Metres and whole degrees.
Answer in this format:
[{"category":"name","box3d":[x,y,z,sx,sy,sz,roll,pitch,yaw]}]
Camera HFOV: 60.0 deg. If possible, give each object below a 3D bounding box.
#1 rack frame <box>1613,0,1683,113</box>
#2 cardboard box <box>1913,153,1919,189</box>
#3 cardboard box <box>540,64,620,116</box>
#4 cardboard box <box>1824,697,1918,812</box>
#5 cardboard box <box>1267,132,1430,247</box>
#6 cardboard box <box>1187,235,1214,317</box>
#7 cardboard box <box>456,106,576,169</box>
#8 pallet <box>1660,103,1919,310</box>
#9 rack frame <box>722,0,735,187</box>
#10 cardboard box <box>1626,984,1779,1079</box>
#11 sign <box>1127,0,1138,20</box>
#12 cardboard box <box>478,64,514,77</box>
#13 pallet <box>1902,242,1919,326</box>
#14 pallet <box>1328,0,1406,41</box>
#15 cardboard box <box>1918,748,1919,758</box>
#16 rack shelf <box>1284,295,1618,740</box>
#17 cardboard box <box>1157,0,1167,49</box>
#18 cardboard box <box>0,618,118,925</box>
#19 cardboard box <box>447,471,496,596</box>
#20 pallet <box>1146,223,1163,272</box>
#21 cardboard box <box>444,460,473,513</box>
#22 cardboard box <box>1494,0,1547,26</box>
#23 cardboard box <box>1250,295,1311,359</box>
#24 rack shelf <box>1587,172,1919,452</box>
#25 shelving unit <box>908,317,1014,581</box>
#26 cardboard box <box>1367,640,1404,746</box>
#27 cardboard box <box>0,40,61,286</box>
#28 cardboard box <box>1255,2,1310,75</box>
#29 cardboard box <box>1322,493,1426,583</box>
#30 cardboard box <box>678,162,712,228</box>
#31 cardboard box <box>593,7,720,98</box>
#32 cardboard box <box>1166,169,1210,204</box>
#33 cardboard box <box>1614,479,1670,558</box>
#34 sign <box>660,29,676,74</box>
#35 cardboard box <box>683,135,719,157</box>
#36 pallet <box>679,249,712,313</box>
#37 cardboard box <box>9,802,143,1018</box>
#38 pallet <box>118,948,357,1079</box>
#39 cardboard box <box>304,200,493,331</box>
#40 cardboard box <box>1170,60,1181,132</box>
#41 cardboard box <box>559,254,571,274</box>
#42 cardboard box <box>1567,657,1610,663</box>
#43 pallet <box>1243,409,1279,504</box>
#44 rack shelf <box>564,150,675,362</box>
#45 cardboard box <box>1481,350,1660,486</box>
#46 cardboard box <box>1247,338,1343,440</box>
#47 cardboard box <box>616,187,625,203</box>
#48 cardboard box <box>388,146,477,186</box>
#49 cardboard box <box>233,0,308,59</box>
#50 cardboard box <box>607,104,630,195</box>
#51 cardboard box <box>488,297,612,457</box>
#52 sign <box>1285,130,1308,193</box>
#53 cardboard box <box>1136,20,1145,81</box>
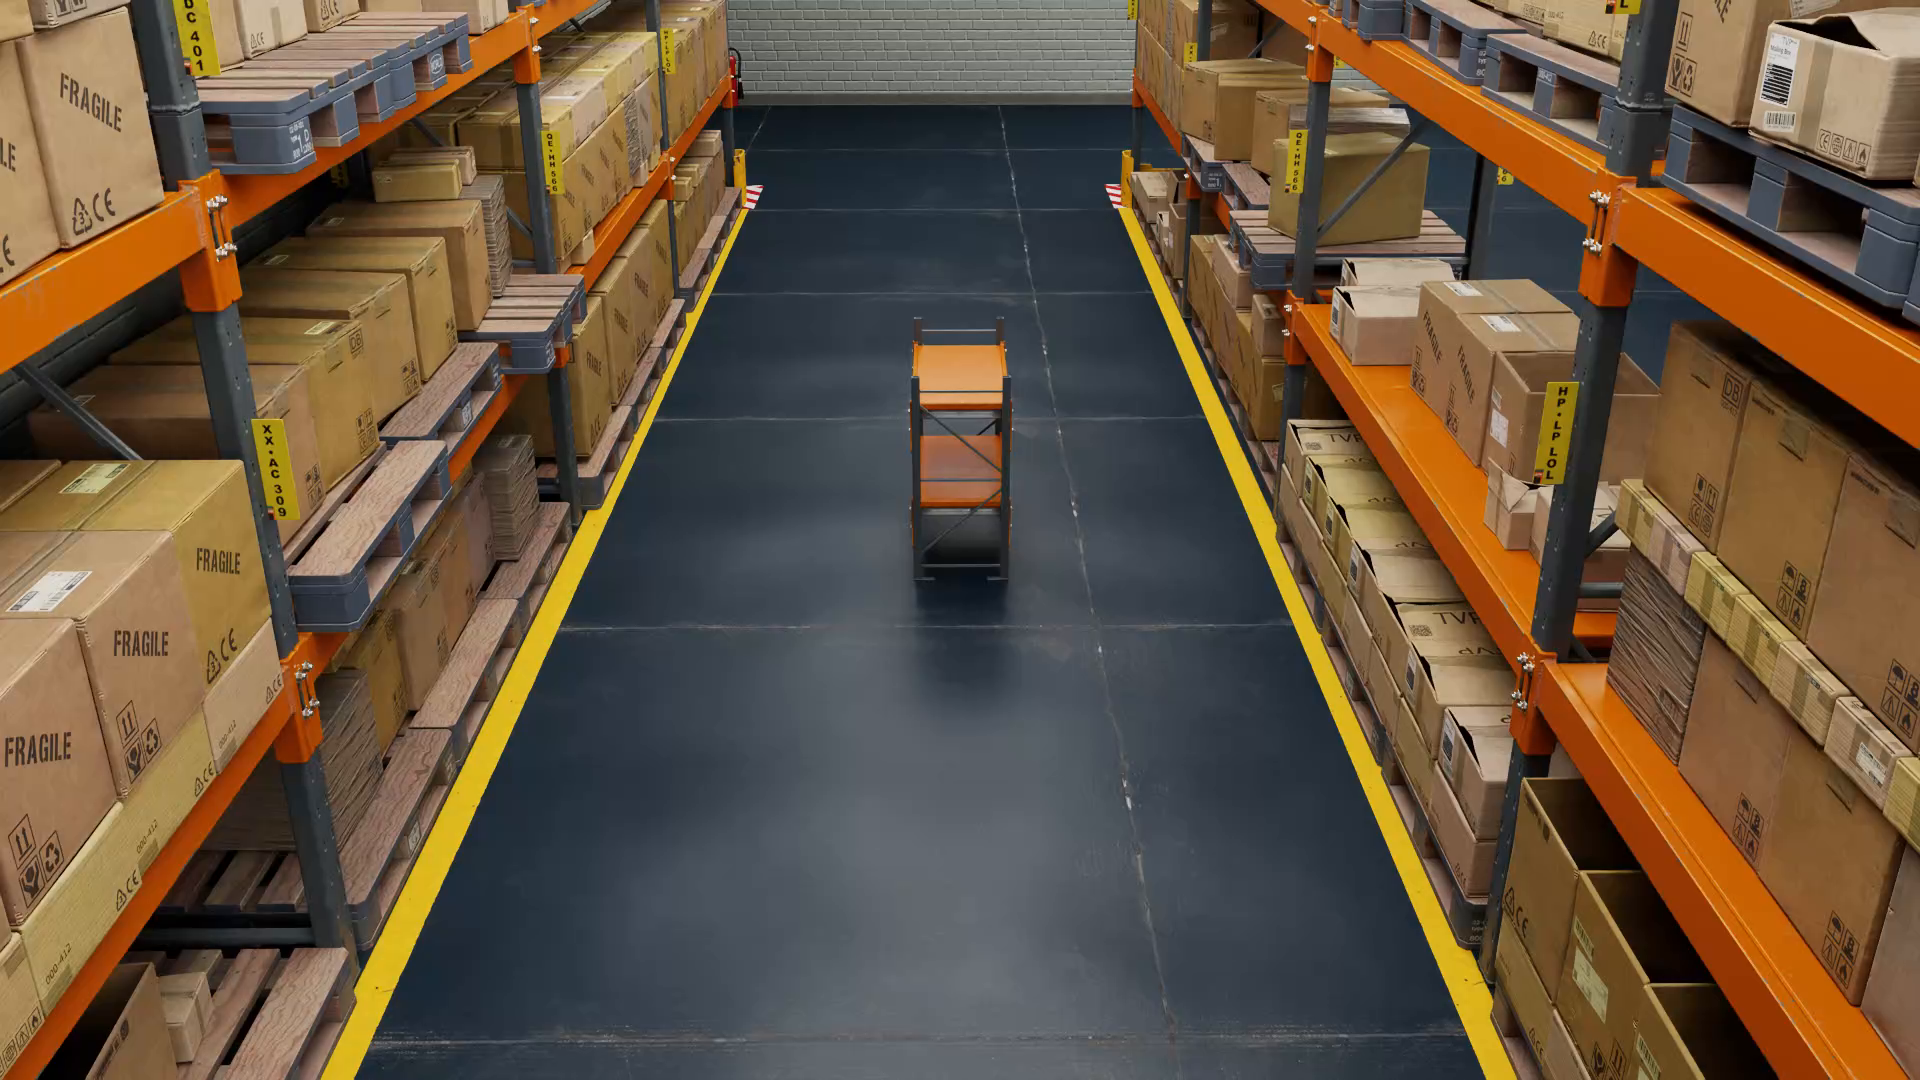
[{"category":"rack frame","box3d":[2.340,-2.568,4.009,1.000,3.000,0.127,0,24,-1]},{"category":"cardboard box","box3d":[2.232,-0.825,2.989,0.797,0.503,0.637,2,24,5]},{"category":"cardboard box","box3d":[-2.432,-2.817,10.423,0.500,0.250,0.500,-1,24,-2]},{"category":"cardboard box","box3d":[2.167,0.467,3.670,0.380,0.149,0.250,-1,24,-2]},{"category":"cardboard box","box3d":[2.177,-1.979,9.355,0.700,0.500,0.500,-9,26,-18]},{"category":"cardboard box","box3d":[2.014,-1.993,12.515,0.500,0.500,0.500,-1,24,-3]},{"category":"cardboard box","box3d":[-2.405,-2.191,9.039,0.500,0.250,0.500,0,24,1]},{"category":"pallet","box3d":[2.375,-0.810,3.868,1.003,0.211,1.213,0,24,-1]},{"category":"rack frame","box3d":[-2.744,-4.756,16.126,1.000,3.000,0.127,0,24,-1]},{"category":"cardboard box","box3d":[2.043,1.489,4.234,0.500,0.500,0.500,0,24,-1]},{"category":"sign","box3d":[1.666,-5.172,15.994,0.100,0.325,0.005,0,24,-1]},{"category":"cardboard box","box3d":[-2.932,-2.812,10.410,0.500,0.250,0.500,-1,24,-2]},{"category":"pallet","box3d":[2.385,-0.309,2.760,1.003,0.211,1.213,0,24,-1]},{"category":"pallet","box3d":[2.393,-2.485,7.693,1.213,0.211,1.003,1,24,2]},{"category":"cardboard box","box3d":[2.367,0.332,3.181,0.700,0.500,0.500,0,24,-1]},{"category":"rack shelf","box3d":[2.318,-0.331,7.216,1.077,0.370,4.000,0,24,-1]},{"category":"cardboard box","box3d":[1.970,-4.466,14.150,0.500,0.500,0.500,0,24,-1]},{"category":"cardboard box","box3d":[-2.293,0.513,3.723,0.500,0.500,0.500,-1,24,-2]},{"category":"cardboard box","box3d":[-2.708,-0.012,8.135,0.700,0.500,0.500,0,24,-1]},{"category":"pallet","box3d":[2.230,-2.648,14.849,1.003,0.211,1.213,0,24,-1]},{"category":"cardboard box","box3d":[-2.654,-0.331,7.931,0.500,0.250,0.500,0,24,0]},{"category":"cardboard box","box3d":[2.380,-2.113,6.314,0.500,0.250,0.500,-2,24,-5]},{"category":"cardboard box","box3d":[2.046,-1.294,10.060,0.500,0.250,0.500,1,24,1]},{"category":"rack shelf","box3d":[2.362,-0.050,2.953,1.077,0.370,4.000,0,24,-1]},{"category":"shelving unit","box3d":[0.000,-0.515,9.024,0.538,1.125,1.048,0,24,-1]},{"category":"cardboard box","box3d":[2.036,0.638,7.027,0.500,0.250,0.500,0,24,1]},{"category":"cardboard box","box3d":[-2.368,-0.817,3.631,0.500,0.500,0.500,-2,24,-5]},{"category":"cardboard box","box3d":[2.529,-3.828,12.739,0.500,0.500,0.500,0,24,1]},{"category":"cardboard box","box3d":[2.026,-0.034,7.831,0.500,0.311,0.500,-1,24,-2]},{"category":"cardboard box","box3d":[-2.625,-3.107,15.003,0.700,0.500,0.500,-1,24,-2]},{"category":"cardboard box","box3d":[-2.710,-4.383,14.936,0.980,0.700,0.700,0,24,-1]},{"category":"cardboard box","box3d":[2.227,-2.969,14.669,0.797,0.503,0.637,0,24,-1]},{"category":"cardboard box","box3d":[2.149,-0.064,4.844,0.380,0.149,0.250,0,24,-1]},{"category":"sign","box3d":[-2.158,-3.606,12.273,0.100,0.325,0.005,0,24,-1]},{"category":"cardboard box","box3d":[-2.450,-3.658,15.436,0.380,0.149,0.250,0,24,1]},{"category":"pallet","box3d":[-2.631,-2.151,13.749,1.003,0.211,1.213,0,24,-1]},{"category":"cardboard box","box3d":[-2.287,0.854,3.879,0.500,0.250,0.500,0,24,-1]},{"category":"pallet","box3d":[-2.571,1.736,5.156,1.003,0.211,1.213,0,24,-1]},{"category":"cardboard box","box3d":[-2.609,-1.282,7.789,0.700,0.500,0.500,-3,24,-6]},{"category":"cardboard box","box3d":[1.983,-3.594,13.436,0.500,0.500,0.500,0,24,1]},{"category":"cardboard box","box3d":[-2.423,-1.595,9.416,0.380,0.149,0.250,0,24,0]},{"category":"cardboard box","box3d":[2.584,0.593,6.445,0.500,0.311,0.500,-1,24,-1]},{"category":"pallet","box3d":[2.326,-0.520,10.145,1.003,0.211,1.213,0,24,-1]},{"category":"rack shelf","box3d":[-2.679,-1.956,10.807,1.077,0.370,4.000,0,24,-1]},{"category":"cardboard box","box3d":[2.342,-0.414,6.404,0.500,0.500,0.500,1,24,3]},{"category":"cardboard box","box3d":[2.051,-0.929,10.164,0.500,0.500,0.500,1,24,2]},{"category":"cardboard box","box3d":[-2.444,-2.341,11.066,0.380,0.149,0.250,-1,24,-2]},{"category":"cardboard box","box3d":[-2.623,-1.859,8.278,0.380,0.149,0.250,-3,25,-7]},{"category":"cardboard box","box3d":[-2.546,-1.808,5.566,0.500,0.311,0.500,1,24,1]},{"category":"cardboard box","box3d":[-2.421,-2.486,10.600,0.500,0.500,0.500,0,24,1]},{"category":"cardboard box","box3d":[-2.534,-0.975,9.865,0.750,0.750,0.750,-1,24,-1]},{"category":"sign","box3d":[1.754,-1.968,8.653,0.100,0.325,0.005,0,24,-1]},{"category":"cardboard box","box3d":[1.950,-4.641,15.751,0.500,0.500,0.500,0,24,1]}]
